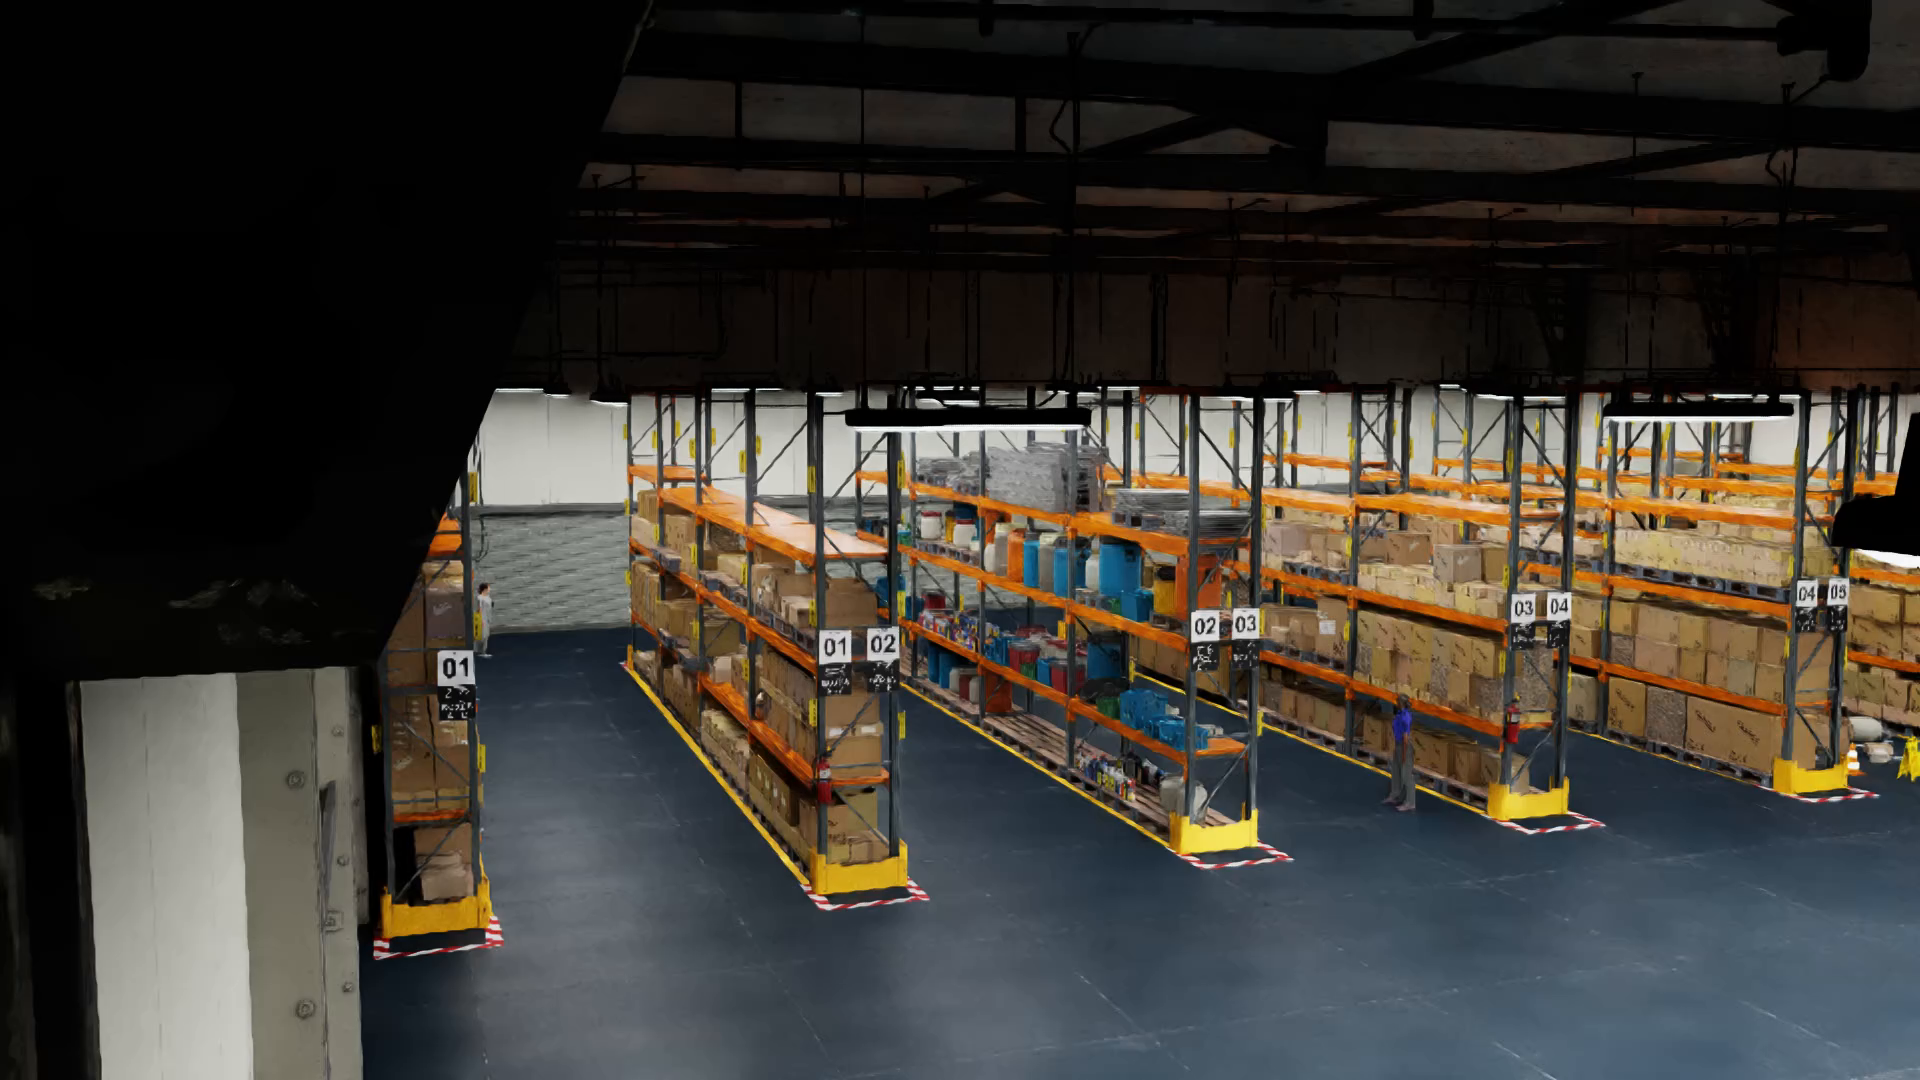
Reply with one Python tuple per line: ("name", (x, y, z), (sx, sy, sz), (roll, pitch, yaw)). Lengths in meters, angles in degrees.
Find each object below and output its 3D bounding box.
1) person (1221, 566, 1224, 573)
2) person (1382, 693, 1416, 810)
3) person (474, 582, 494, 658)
("person", (6.111, 1.406, 39.714), (0.682, 1.675, 0.529), (-2, 6, -19))
("person", (6.339, 3.027, 23.954), (0.464, 1.662, 0.498), (1, 6, 11))
("person", (-10.456, 1.747, 36.286), (0.448, 1.667, 0.623), (2, 6, 15))
